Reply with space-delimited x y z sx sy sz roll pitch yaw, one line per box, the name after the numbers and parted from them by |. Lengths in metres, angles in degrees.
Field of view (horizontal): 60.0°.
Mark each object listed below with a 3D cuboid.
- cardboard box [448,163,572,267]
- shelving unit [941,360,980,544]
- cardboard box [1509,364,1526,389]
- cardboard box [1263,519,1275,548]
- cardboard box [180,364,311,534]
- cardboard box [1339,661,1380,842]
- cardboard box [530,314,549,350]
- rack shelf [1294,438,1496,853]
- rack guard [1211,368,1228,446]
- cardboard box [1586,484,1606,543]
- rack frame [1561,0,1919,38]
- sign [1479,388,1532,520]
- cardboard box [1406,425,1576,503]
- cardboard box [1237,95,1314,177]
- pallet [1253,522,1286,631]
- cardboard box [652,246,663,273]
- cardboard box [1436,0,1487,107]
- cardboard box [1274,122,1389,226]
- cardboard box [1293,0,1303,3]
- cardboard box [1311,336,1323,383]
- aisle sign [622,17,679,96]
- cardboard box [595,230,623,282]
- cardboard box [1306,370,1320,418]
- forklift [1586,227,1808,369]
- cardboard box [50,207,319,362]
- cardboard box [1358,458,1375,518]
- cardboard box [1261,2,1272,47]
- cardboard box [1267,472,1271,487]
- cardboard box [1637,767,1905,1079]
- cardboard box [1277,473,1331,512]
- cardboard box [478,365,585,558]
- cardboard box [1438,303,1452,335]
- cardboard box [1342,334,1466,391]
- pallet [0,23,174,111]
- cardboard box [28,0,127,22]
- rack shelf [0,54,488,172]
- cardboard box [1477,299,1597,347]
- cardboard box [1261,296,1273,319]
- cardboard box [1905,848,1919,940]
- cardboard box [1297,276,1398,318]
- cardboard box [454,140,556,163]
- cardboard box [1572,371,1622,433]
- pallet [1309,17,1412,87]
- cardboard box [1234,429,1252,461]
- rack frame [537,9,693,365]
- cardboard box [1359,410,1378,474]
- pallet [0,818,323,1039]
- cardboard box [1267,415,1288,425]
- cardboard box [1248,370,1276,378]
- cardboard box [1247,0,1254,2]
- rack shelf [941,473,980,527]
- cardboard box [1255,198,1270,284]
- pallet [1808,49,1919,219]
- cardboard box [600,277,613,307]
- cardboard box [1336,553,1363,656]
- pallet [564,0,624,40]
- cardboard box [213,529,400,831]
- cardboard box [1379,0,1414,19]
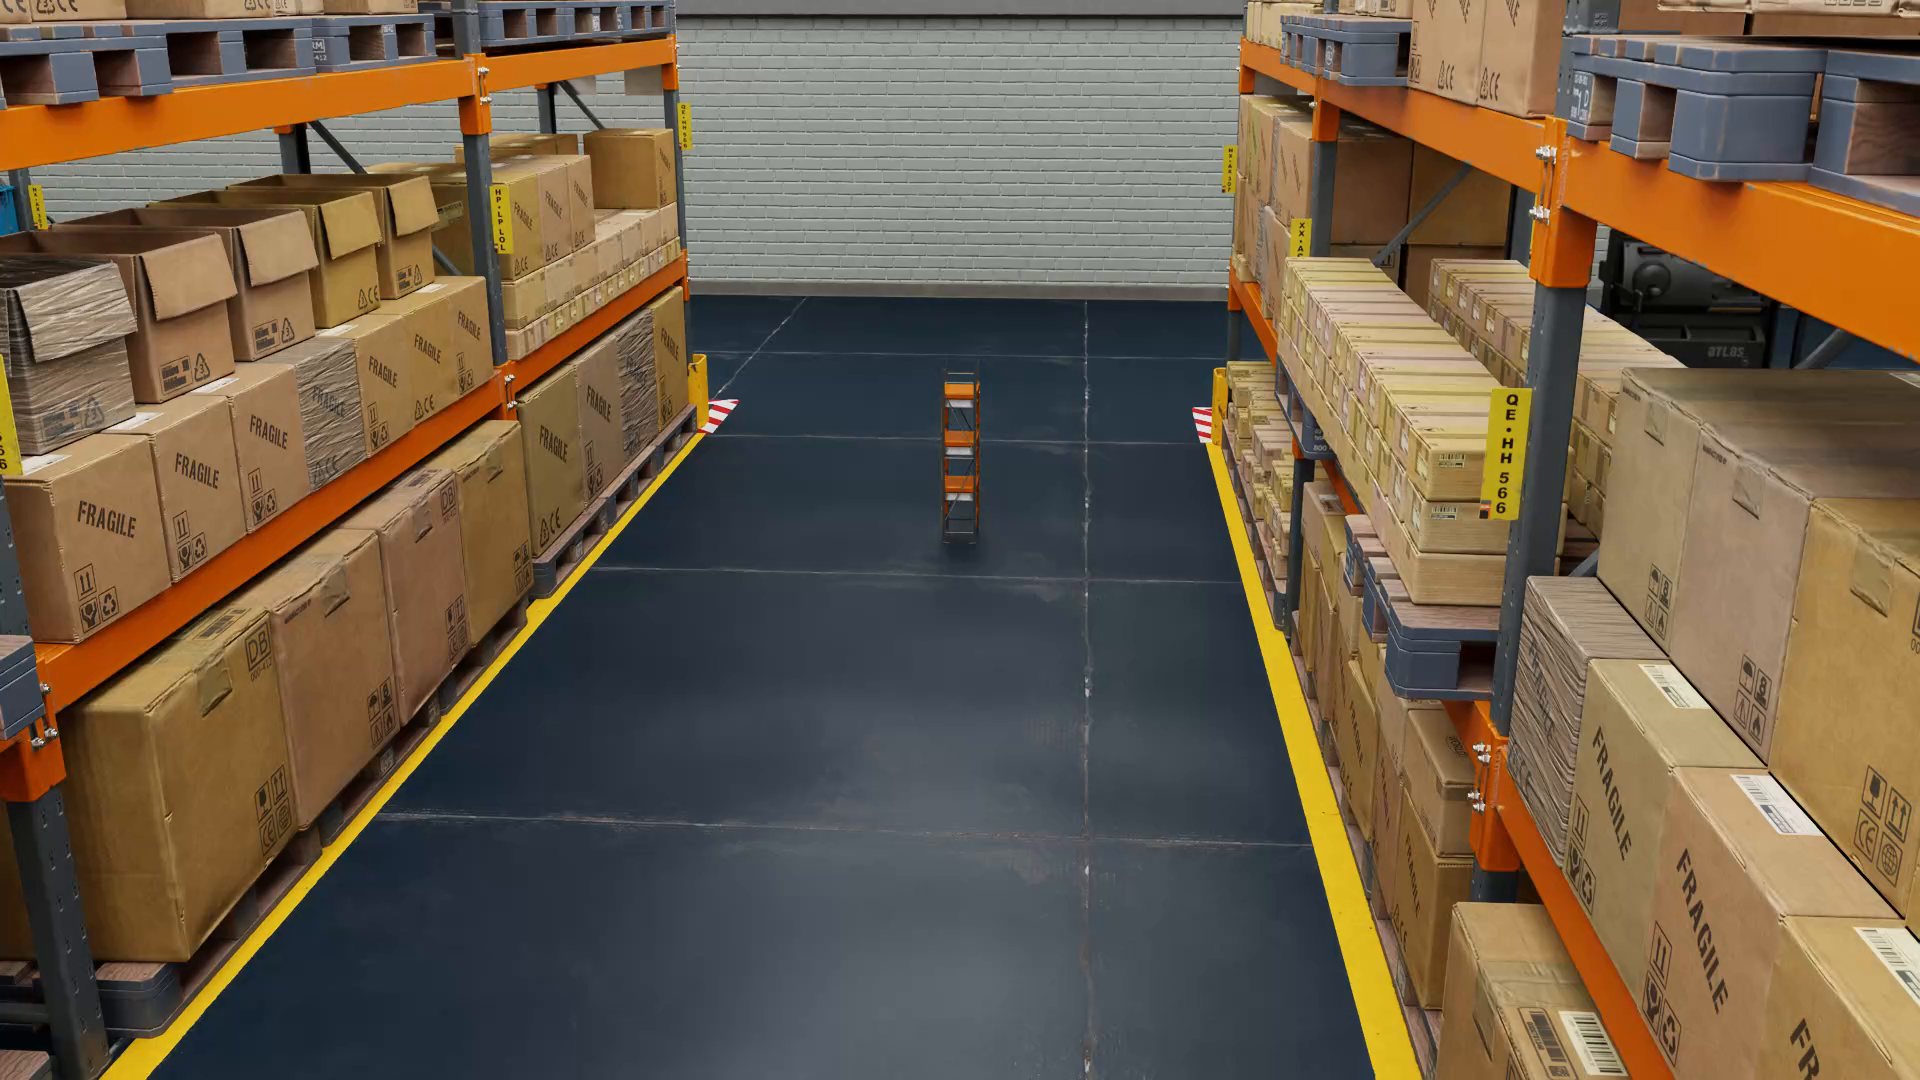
-2.464 -1.790 9.127 0.500 0.500 0.500 1 18 4 | cardboard box
0.004 -0.516 9.810 0.215 1.050 0.252 1 18 4 | shelving unit
2.198 -0.534 5.988 0.380 0.149 0.250 2 18 6 | cardboard box
1.888 -0.062 9.199 0.380 0.149 0.250 1 18 2 | cardboard box
-2.709 -0.337 5.974 0.500 0.500 0.500 1 18 3 | cardboard box
1.705 0.769 6.099 0.500 0.500 0.500 0 18 1 | cardboard box
-2.425 -1.114 8.910 0.380 0.149 0.250 1 18 2 | cardboard box
2.000 0.038 6.147 1.077 0.370 4.000 1 18 4 | rack shelf
2.424 -0.956 12.039 1.175 0.500 0.348 1 18 4 | rack guard
2.128 -0.065 5.033 0.380 0.149 0.250 2 18 7 | cardboard box
1.856 -2.534 3.205 1.000 3.000 0.127 1 18 4 | rack frame
1.314 -0.205 3.999 0.100 0.325 0.005 1 18 4 | sign
1.434 -0.209 4.516 0.380 0.149 0.250 1 18 2 | cardboard box
2.133 -2.698 11.097 0.500 0.500 0.500 1 18 4 | cardboard box
2.156 0.190 9.003 1.003 0.211 1.213 1 18 4 | pallet
-2.243 -1.914 11.349 0.380 0.149 0.250 1 18 4 | cardboard box
1.667 -1.495 4.690 0.500 0.500 0.500 1 18 4 | cardboard box
1.939 -1.902 8.667 0.500 0.500 0.500 1 18 2 | cardboard box
1.972 -2.828 8.356 0.500 0.250 0.500 1 18 2 | cardboard box
1.586 -0.710 6.523 0.380 0.149 0.250 2 18 6 | cardboard box
-2.206 -3.561 11.798 0.394 0.787 0.004 1 18 4 | aisle sign
-2.387 -1.746 10.198 0.500 0.250 0.500 1 18 4 | cardboard box
1.583 -0.573 6.583 0.380 0.149 0.250 0 18 1 | cardboard box
4.686 -1.698 10.399 1.130 2.935 3.031 2 18 5 | forklift
-2.924 -0.987 6.346 0.797 0.503 0.637 2 18 6 | cardboard box
1.492 -0.161 5.327 0.380 0.149 0.250 1 18 3 | cardboard box
2.077 -3.065 9.882 0.500 0.250 0.500 1 18 2 | cardboard box
1.972 -0.340 9.569 0.380 0.149 0.250 2 18 5 | cardboard box
1.485 0.717 2.756 0.500 0.500 0.500 1 18 4 | cardboard box
1.888 -0.250 8.816 0.380 0.149 0.250 2 18 5 | cardboard box
-2.670 -0.461 9.250 0.875 0.875 0.875 1 18 4 | cardboard box
2.294 -0.937 7.217 0.380 0.149 0.250 1 18 4 | cardboard box
1.529 -0.610 5.741 0.380 0.149 0.250 2 18 7 | cardboard box
-3.090 -1.362 4.749 1.213 0.211 1.003 2 18 6 | pallet
-3.138 -1.959 5.432 0.500 0.500 0.500 2 18 7 | cardboard box
-2.940 -1.530 6.113 1.077 0.370 4.000 1 18 4 | rack shelf
2.230 -0.838 6.436 0.380 0.149 0.250 1 18 2 | cardboard box
1.970 -1.387 9.743 0.380 0.149 0.250 2 18 5 | cardboard box
1.708 0.409 2.092 0.700 0.500 0.500 1 18 3 | cardboard box
1.621 -1.010 6.962 0.380 0.149 0.250 1 18 4 | cardboard box
-2.881 -2.277 10.614 0.500 0.500 0.500 1 18 2 | cardboard box
2.141 -0.427 5.183 0.380 0.149 0.250 1 18 2 | cardboard box
1.921 -1.750 5.931 1.213 0.211 1.003 1 18 4 | pallet
1.997 -0.620 10.901 0.380 0.149 0.250 2 18 5 | cardboard box
-2.510 -2.310 12.155 1.000 3.000 0.127 1 18 4 | rack frame
1.490 -0.311 5.305 0.380 0.149 0.250 1 18 4 | cardboard box
-2.952 1.257 5.749 1.003 0.211 1.213 1 18 4 | pallet
2.056 -0.651 10.041 0.380 0.149 0.250 1 18 4 | cardboard box
2.154 -1.052 11.265 0.380 0.149 0.250 2 18 5 | cardboard box
2.139 -3.626 10.792 0.500 0.250 0.500 2 18 5 | cardboard box
0.004 -0.241 9.900 0.215 0.259 0.240 1 18 4 | rack shelf
2.031 -1.746 9.797 0.500 0.500 0.500 1 18 2 | cardboard box
1.786 -0.470 2.027 1.003 0.211 1.213 2 18 6 | pallet
-2.334 -1.517 10.138 0.380 0.149 0.250 1 18 2 | cardboard box
1.750 0.254 6.467 0.500 0.250 0.500 2 18 6 | cardboard box
-2.638 -3.083 9.839 1.003 0.211 1.213 1 18 4 | pallet
-2.942 0.494 6.335 1.225 0.875 0.875 1 18 4 | cardboard box
1.901 -2.123 5.927 0.797 0.503 0.637 1 18 3 | cardboard box
